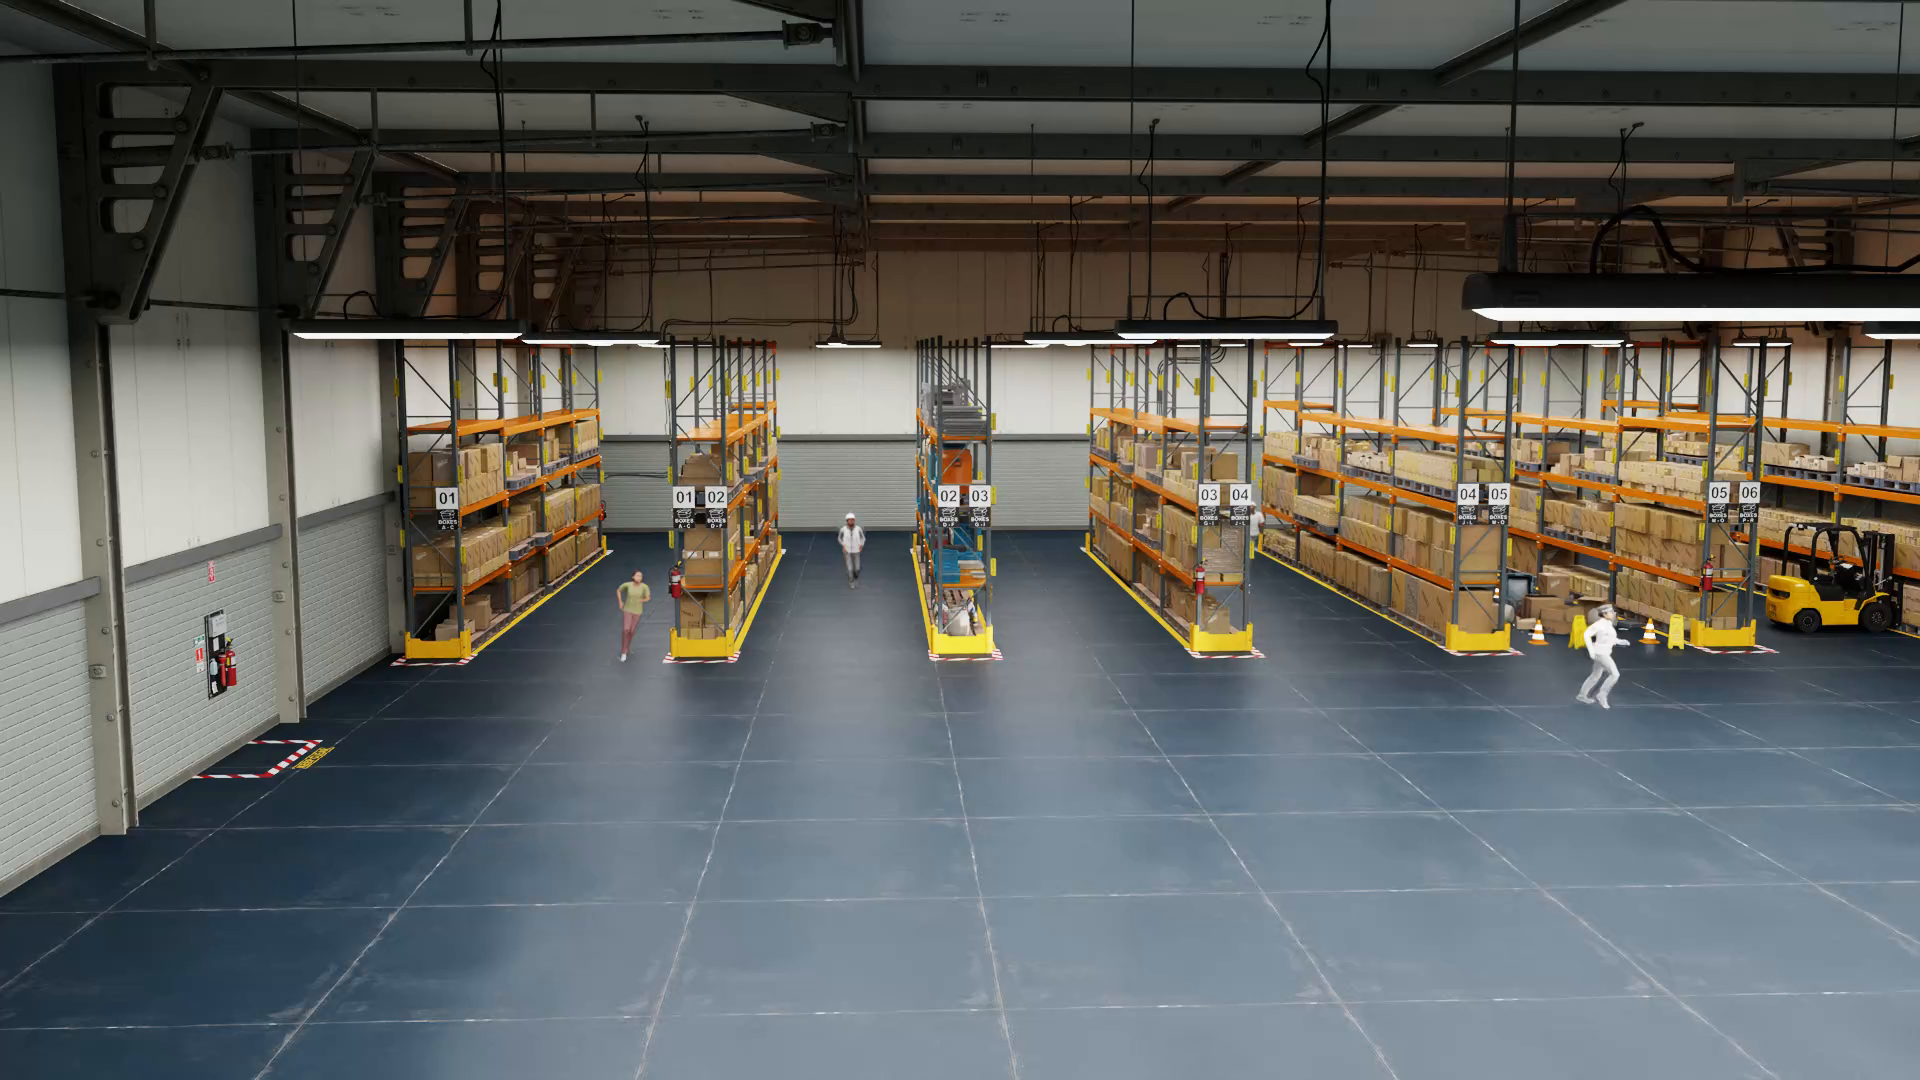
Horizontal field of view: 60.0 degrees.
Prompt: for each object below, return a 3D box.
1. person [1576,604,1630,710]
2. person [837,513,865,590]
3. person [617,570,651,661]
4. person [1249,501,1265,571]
[{"bbox_3d":[10.322,1.863,26.692,0.783,1.714,0.575,4,8,32],"label":"person"},{"bbox_3d":[-2.467,0.272,37.887,0.638,1.750,0.538,-1,7,-8],"label":"person"},{"bbox_3d":[-6.126,1.387,31.190,0.631,1.684,0.836,-3,7,-22],"label":"person"},{"bbox_3d":[7.684,-0.125,43.785,0.685,1.805,0.849,0,6,-1],"label":"person"}]
